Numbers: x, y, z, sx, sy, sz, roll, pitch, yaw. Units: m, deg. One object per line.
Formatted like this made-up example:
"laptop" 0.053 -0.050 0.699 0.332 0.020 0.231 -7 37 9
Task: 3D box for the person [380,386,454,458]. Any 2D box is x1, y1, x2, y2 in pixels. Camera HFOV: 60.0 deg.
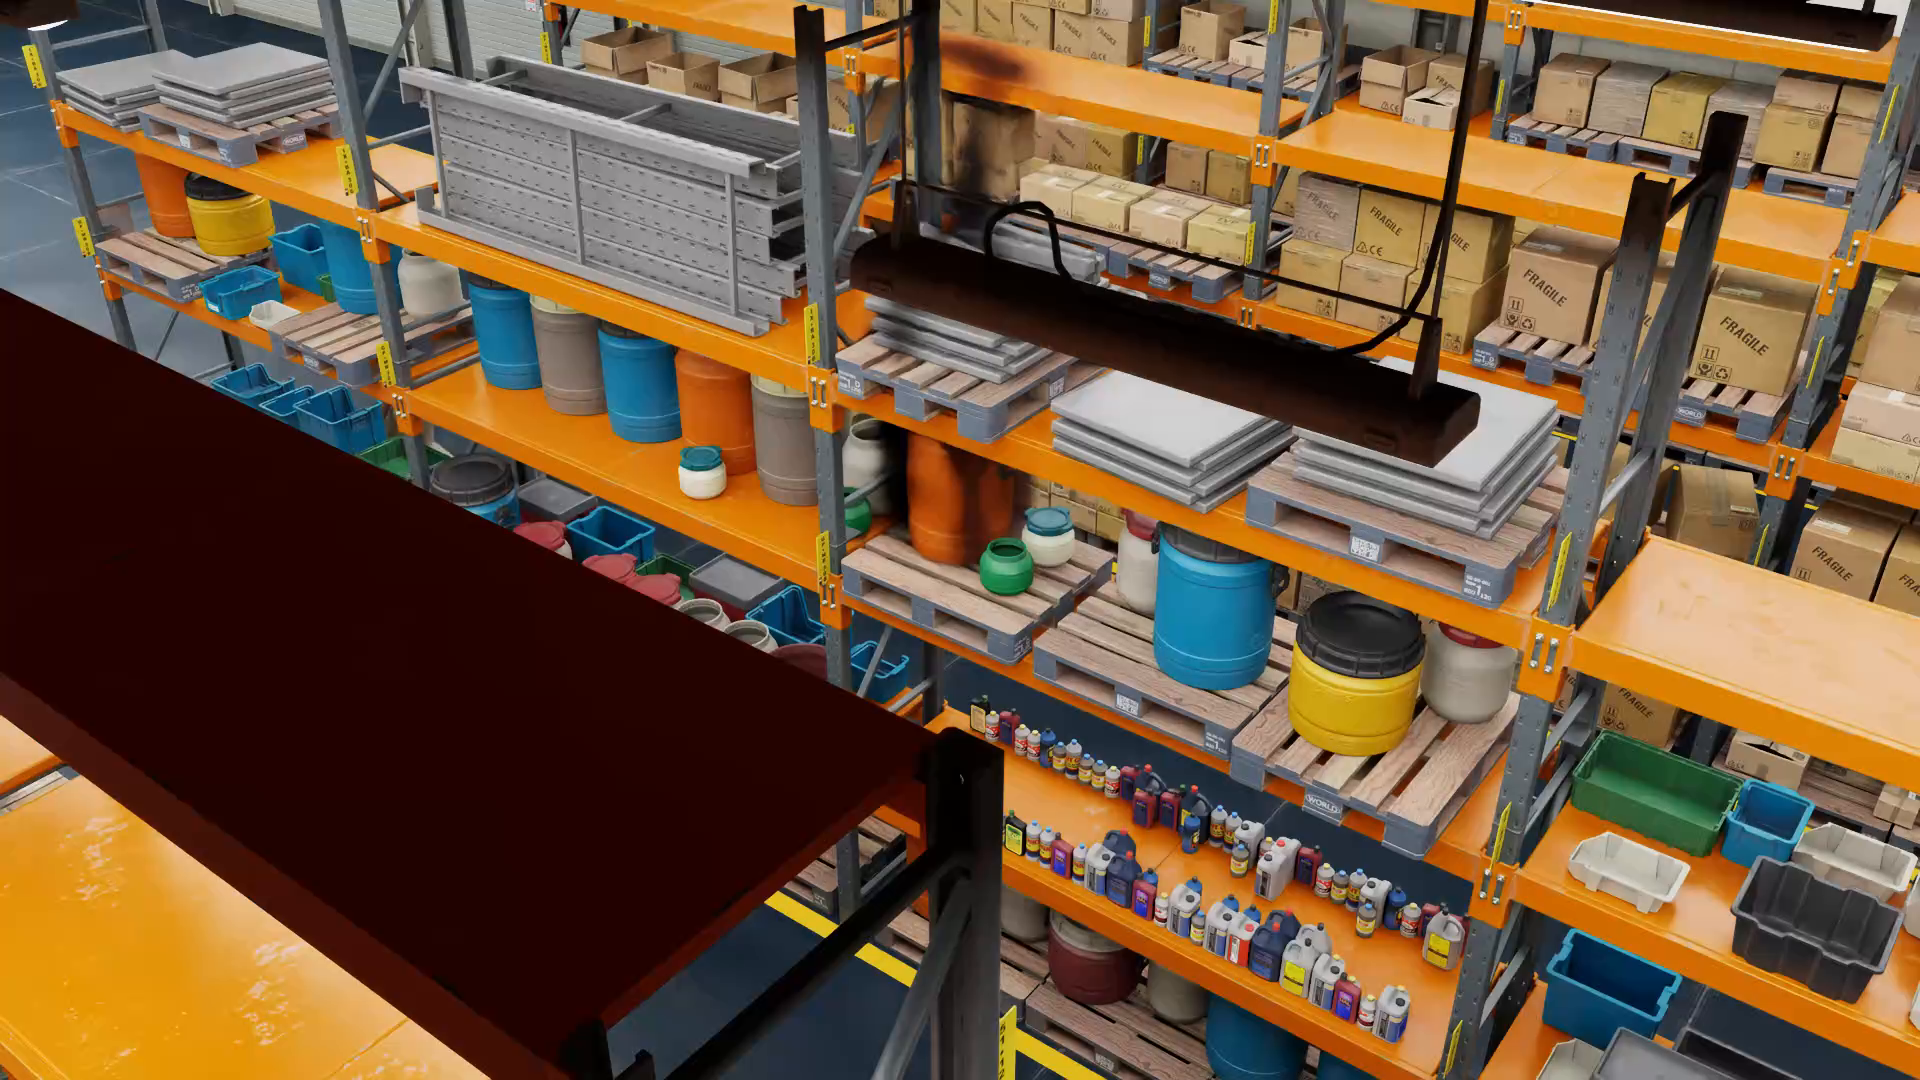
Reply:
"person" -5.138 -1.136 15.546 1.077 1.732 0.663 16 35 25

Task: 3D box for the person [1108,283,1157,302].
"person" 1.759 -2.368 17.485 0.857 1.809 0.690 18 36 26
